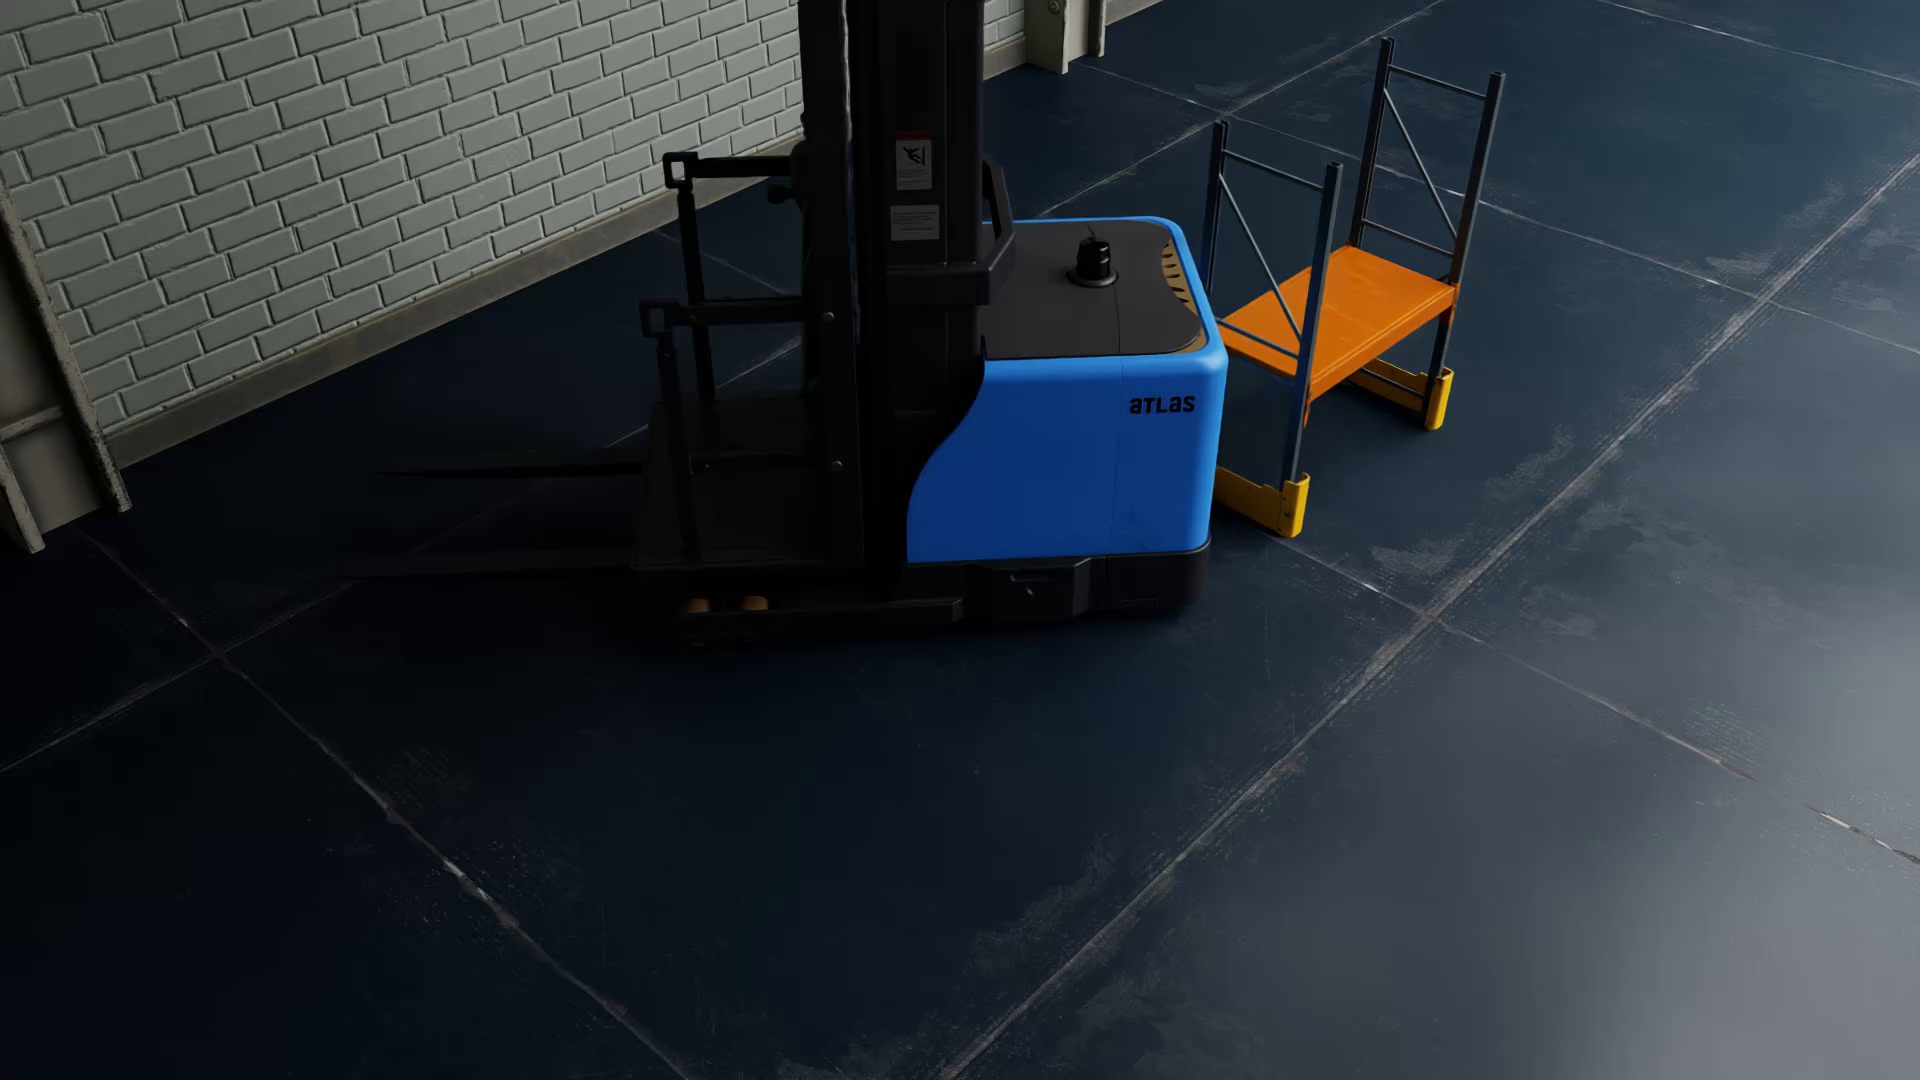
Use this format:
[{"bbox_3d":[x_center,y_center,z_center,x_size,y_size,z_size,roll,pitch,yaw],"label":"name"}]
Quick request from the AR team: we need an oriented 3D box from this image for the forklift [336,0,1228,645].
[{"bbox_3d":[-0.667,-1.123,5.307,3.031,2.935,1.130,-2,39,-3],"label":"forklift"}]

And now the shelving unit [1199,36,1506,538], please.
[{"bbox_3d":[1.409,-0.956,6.247,0.587,1.500,1.083,31,48,33],"label":"shelving unit"}]

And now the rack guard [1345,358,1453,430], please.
[{"bbox_3d":[1.757,-0.688,6.915,0.587,0.250,0.087,31,48,33],"label":"rack guard"}]

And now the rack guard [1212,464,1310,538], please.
[{"bbox_3d":[1.061,-0.245,6.357,0.587,0.250,0.087,31,48,33],"label":"rack guard"}]

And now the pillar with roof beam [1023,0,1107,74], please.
[{"bbox_3d":[3.790,-4.572,4.770,9.100,9.000,0.400,30,47,32],"label":"pillar with roof beam"}]

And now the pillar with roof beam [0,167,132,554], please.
[{"bbox_3d":[-0.258,-1.816,1.304,9.100,9.000,0.400,30,47,32],"label":"pillar with roof beam"}]

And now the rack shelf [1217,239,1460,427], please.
[{"bbox_3d":[1.403,-0.811,6.354,0.538,0.185,1.000,31,48,33],"label":"rack shelf"}]

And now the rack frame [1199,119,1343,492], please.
[{"bbox_3d":[1.048,-0.725,5.957,0.500,1.500,0.032,31,48,33],"label":"rack frame"}]

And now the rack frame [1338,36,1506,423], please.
[{"bbox_3d":[1.758,-1.178,6.526,0.500,1.500,0.032,31,48,33],"label":"rack frame"}]
